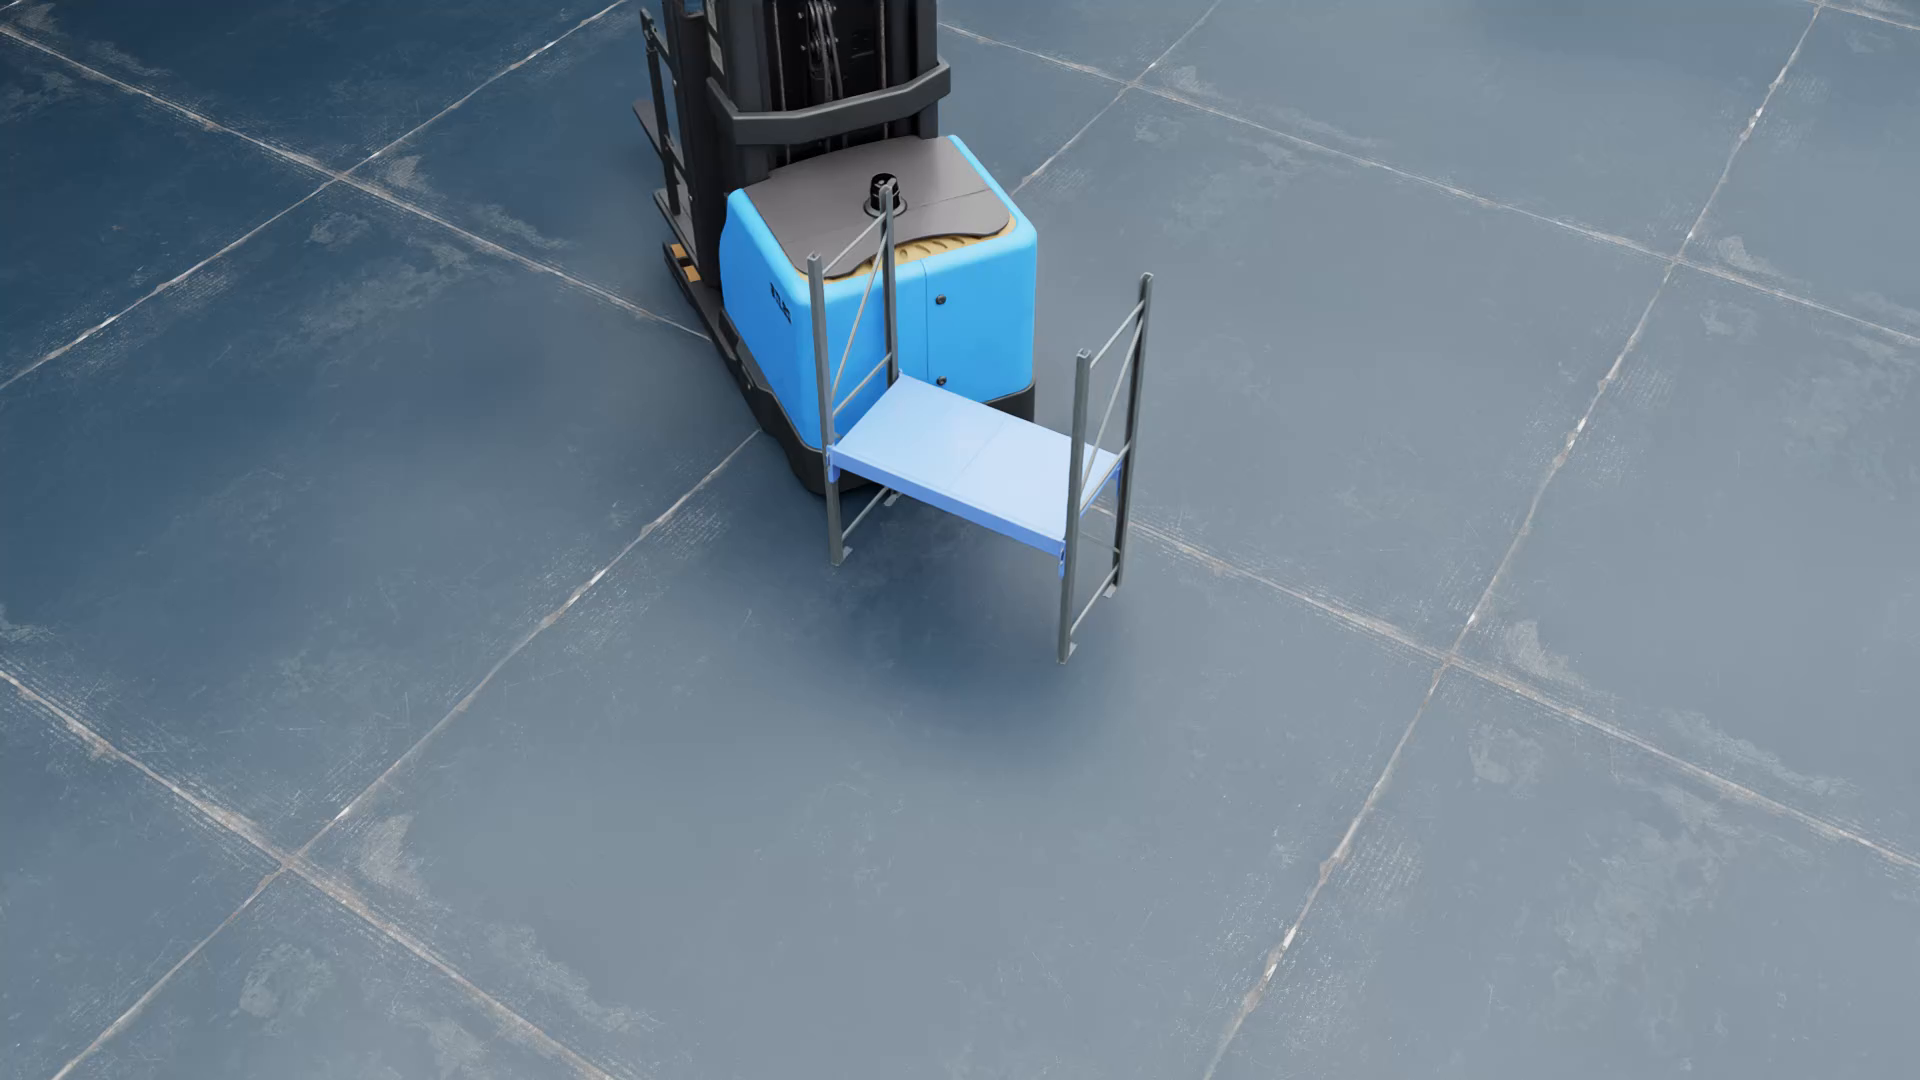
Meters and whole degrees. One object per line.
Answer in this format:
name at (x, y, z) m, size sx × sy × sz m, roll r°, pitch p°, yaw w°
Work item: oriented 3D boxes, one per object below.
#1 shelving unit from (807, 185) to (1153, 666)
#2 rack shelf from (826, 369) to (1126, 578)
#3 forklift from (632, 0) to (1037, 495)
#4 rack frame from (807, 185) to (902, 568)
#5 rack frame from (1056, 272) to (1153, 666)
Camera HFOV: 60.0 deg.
shelving unit at (0.064, -0.390, 6.083) m, size 1.048 × 1.500 × 0.538 m, roll 23°, pitch 50°, yaw 20°
rack shelf at (0.064, -0.265, 6.212) m, size 1.000 × 0.185 × 0.538 m, roll 23°, pitch 50°, yaw 20°
forklift at (-0.762, -2.274, 6.916) m, size 1.130 × 2.935 × 3.031 m, roll -18°, pitch 49°, yaw -17°
rack frame at (-0.376, -0.573, 6.261) m, size 0.032 × 1.500 × 0.500 m, roll 23°, pitch 50°, yaw 20°
rack frame at (0.504, -0.208, 5.906) m, size 0.032 × 1.500 × 0.500 m, roll 23°, pitch 50°, yaw 20°
